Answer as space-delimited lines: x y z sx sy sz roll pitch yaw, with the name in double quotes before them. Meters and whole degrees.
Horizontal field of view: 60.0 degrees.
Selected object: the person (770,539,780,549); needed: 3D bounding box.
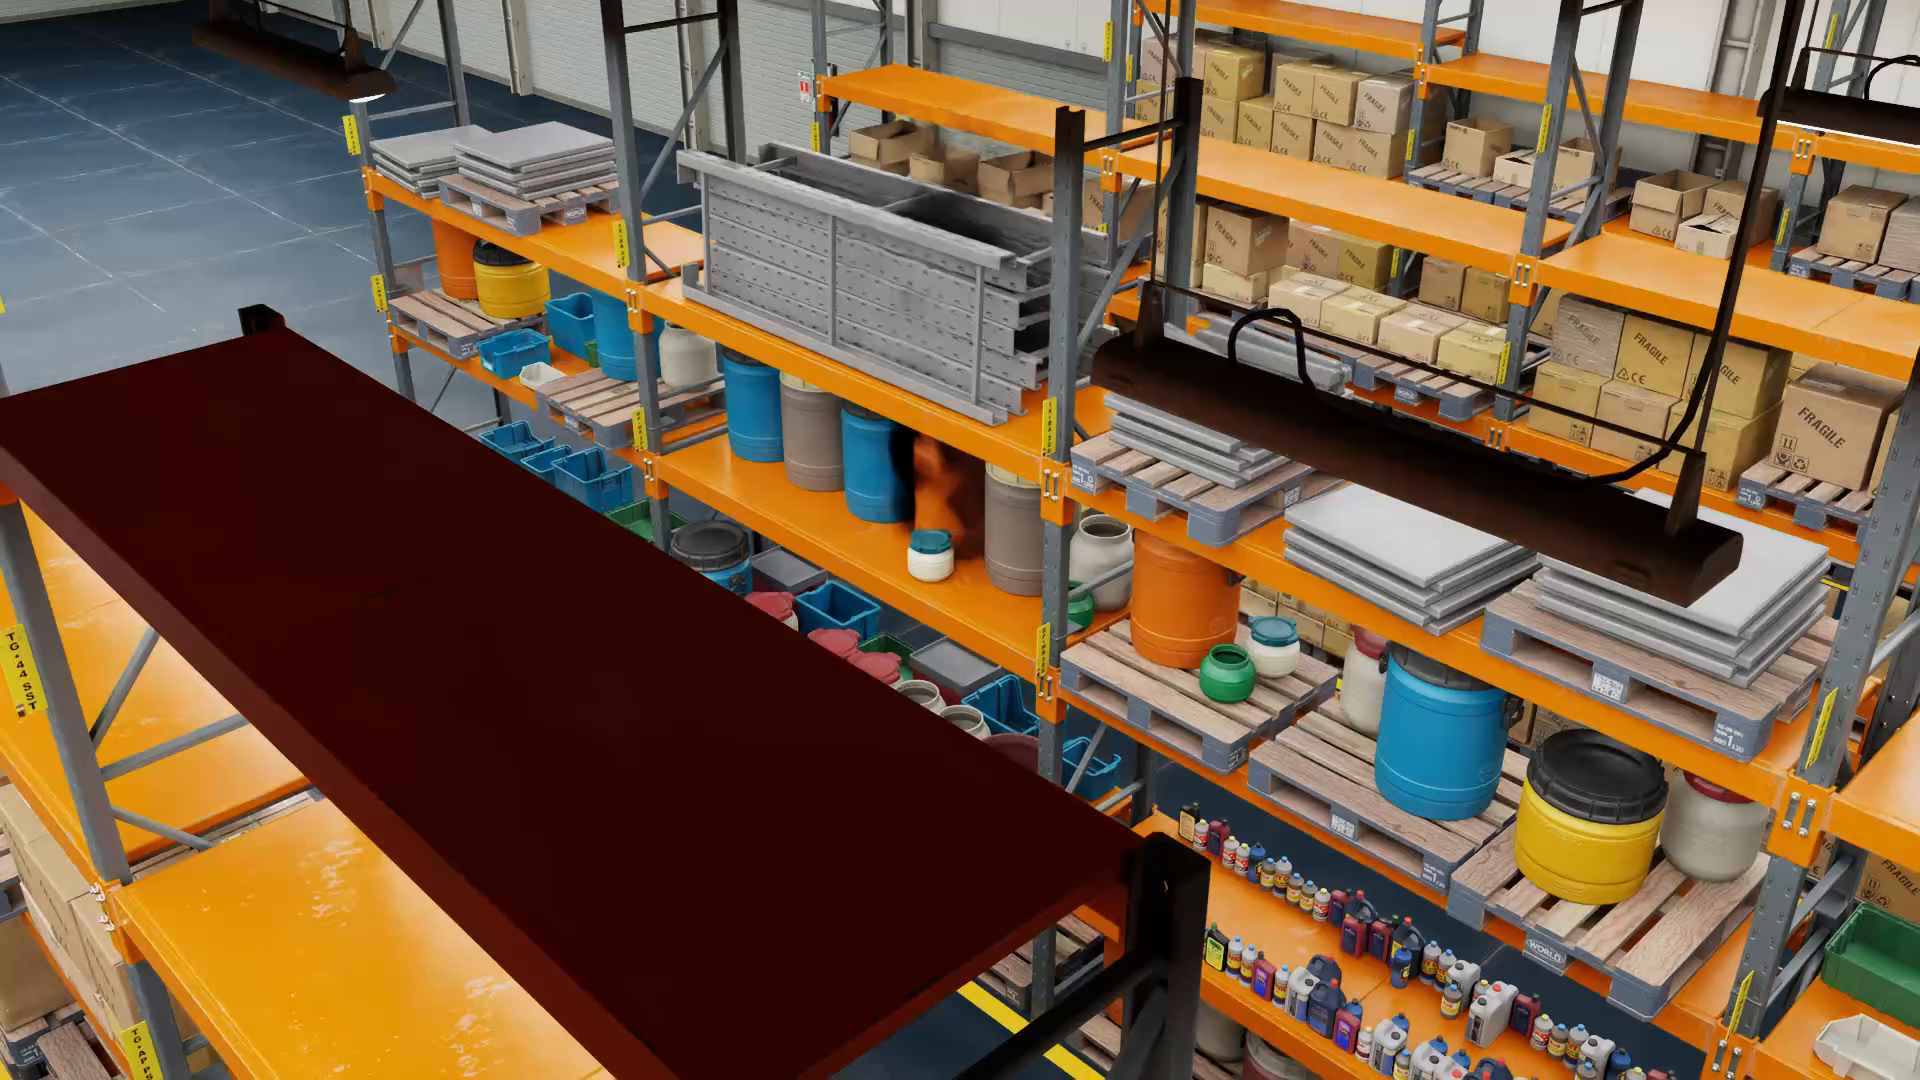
"person" -1.585 -0.061 15.178 0.787 1.801 0.638 18 33 30
